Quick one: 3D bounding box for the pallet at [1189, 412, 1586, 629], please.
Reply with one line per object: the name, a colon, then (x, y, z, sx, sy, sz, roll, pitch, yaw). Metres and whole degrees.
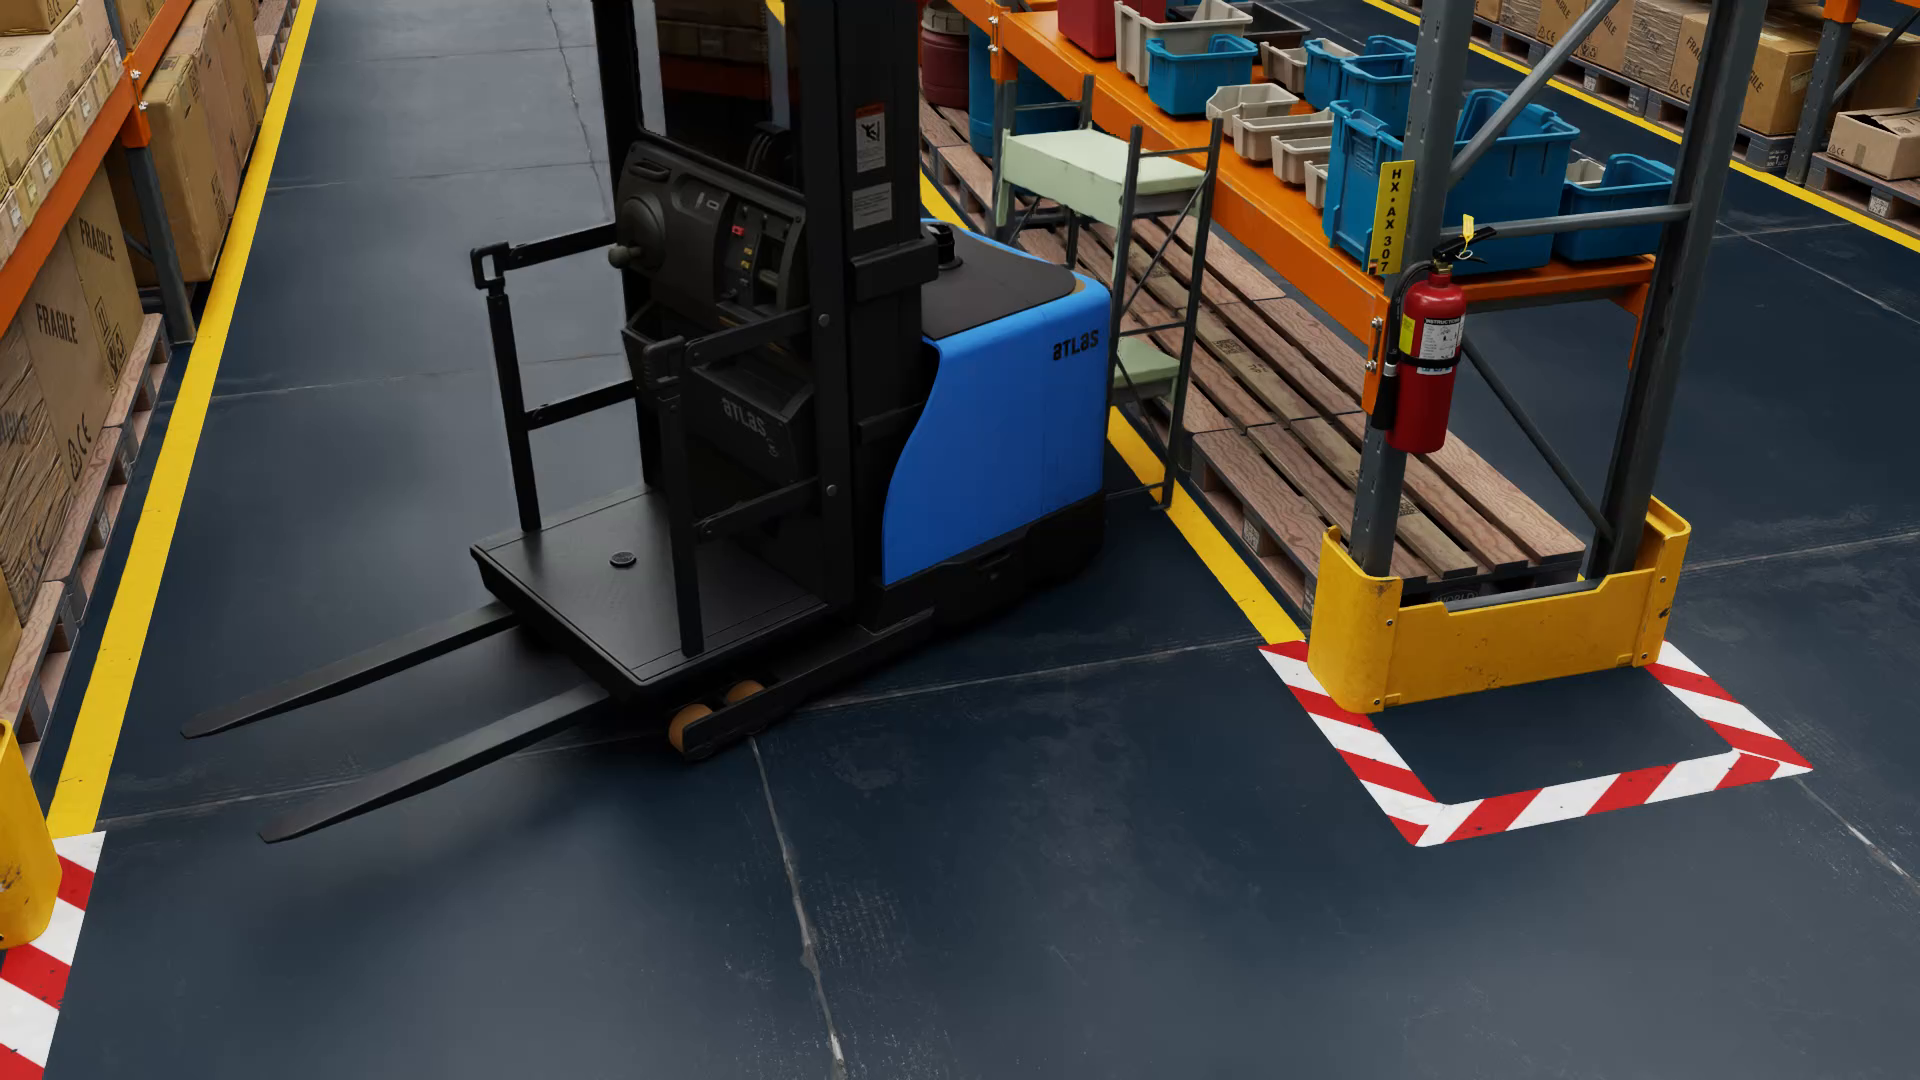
pallet: (1.548, -0.104, 6.218, 1.003, 0.211, 1.213, -8, 31, -13)

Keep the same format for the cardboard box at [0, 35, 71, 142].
cardboard box: (-3.462, -1.570, 5.820, 0.500, 0.250, 0.500, -7, 31, -12)

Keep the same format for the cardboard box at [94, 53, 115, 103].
cardboard box: (-3.642, -1.843, 6.691, 0.380, 0.149, 0.250, -7, 31, -12)

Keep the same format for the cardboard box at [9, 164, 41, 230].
cardboard box: (-3.232, -1.098, 5.403, 0.380, 0.149, 0.250, -9, 31, -15)

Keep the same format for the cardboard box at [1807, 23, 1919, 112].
cardboard box: (5.551, -2.870, 10.271, 0.500, 0.500, 0.500, -9, 31, -16)

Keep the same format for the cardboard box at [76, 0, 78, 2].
cardboard box: (-3.728, -2.382, 6.476, 0.500, 0.500, 0.500, -7, 31, -12)

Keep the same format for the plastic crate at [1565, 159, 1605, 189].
plastic crate: (1.976, -1.148, 5.442, 0.250, 0.136, 0.298, -8, 31, -13)

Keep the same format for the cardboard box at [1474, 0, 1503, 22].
cardboard box: (4.228, -4.278, 12.703, 0.500, 0.500, 0.500, -7, 31, -11)

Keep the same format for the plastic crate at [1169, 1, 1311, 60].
plastic crate: (1.223, -2.241, 7.342, 0.437, 0.125, 0.590, -8, 31, -13)

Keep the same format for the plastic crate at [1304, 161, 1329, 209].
plastic crate: (1.338, -1.189, 5.513, 0.396, 0.136, 0.243, -8, 31, -13)

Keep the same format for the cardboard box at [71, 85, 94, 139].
cardboard box: (-3.506, -1.595, 6.263, 0.380, 0.149, 0.250, -7, 31, -12)

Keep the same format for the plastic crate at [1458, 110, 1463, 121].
plastic crate: (1.796, -1.475, 6.008, 0.250, 0.136, 0.298, -8, 31, -13)

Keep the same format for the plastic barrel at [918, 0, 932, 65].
plastic barrel: (-0.248, -3.779, 11.532, 0.600, 0.830, 0.708, -8, 31, -13)

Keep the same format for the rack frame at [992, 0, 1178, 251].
rack frame: (0.667, -2.839, 8.160, 1.000, 3.000, 0.127, -8, 31, -13)

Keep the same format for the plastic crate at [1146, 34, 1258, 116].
plastic crate: (0.937, -1.818, 6.504, 0.416, 0.233, 0.300, -8, 31, -13)

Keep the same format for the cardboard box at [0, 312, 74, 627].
cardboard box: (-3.535, -0.249, 5.387, 0.875, 0.875, 0.875, -8, 31, -13)

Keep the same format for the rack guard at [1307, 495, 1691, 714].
rack guard: (1.748, 0.185, 5.432, 1.175, 0.500, 0.348, -8, 31, -13)

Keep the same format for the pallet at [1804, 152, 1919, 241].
pallet: (5.625, -1.957, 9.420, 1.003, 0.211, 1.213, -8, 31, -13)

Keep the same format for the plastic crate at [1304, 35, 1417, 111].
plastic crate: (1.552, -1.804, 6.480, 0.416, 0.233, 0.300, -8, 31, -13)

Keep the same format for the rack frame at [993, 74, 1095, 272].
rack frame: (0.289, -1.057, 6.543, 0.400, 1.500, 0.023, -14, 32, -32)

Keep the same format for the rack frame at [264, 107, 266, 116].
rack frame: (-5.170, -4.112, 10.360, 1.000, 3.000, 0.127, -8, 31, -13)

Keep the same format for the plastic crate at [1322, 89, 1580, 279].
plastic crate: (1.460, -1.085, 5.035, 0.616, 0.435, 0.499, -8, 31, -13)

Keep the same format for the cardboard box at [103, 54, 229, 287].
cardboard box: (-4.297, -1.749, 7.979, 1.225, 0.875, 0.875, -8, 31, -13)

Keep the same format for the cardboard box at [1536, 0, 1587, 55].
cardboard box: (4.500, -3.783, 11.848, 0.500, 0.500, 0.500, -8, 31, -14)

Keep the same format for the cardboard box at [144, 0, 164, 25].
cardboard box: (-4.123, -2.722, 7.858, 0.500, 0.500, 0.500, -8, 31, -13)

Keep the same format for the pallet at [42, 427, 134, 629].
pallet: (-3.654, -0.005, 6.049, 1.003, 0.211, 1.213, -8, 31, -13)

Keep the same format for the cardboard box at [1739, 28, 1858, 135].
cardboard box: (5.037, -2.804, 10.157, 0.500, 0.500, 0.500, -8, 31, -14)

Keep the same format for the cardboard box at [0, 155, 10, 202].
cardboard box: (-3.188, -1.073, 4.963, 0.500, 0.250, 0.500, -9, 31, -15)

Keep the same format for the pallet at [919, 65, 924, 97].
pallet: (-0.145, -3.189, 11.548, 1.003, 0.211, 1.213, -8, 31, -13)

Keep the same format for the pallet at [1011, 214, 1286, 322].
pallet: (0.900, -1.282, 8.254, 1.003, 0.211, 1.213, -8, 31, -13)

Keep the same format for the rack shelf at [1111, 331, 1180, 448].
rack shelf: (0.471, -0.618, 6.424, 0.431, 0.370, 0.720, -14, 32, -32)

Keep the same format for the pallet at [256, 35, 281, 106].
pallet: (-5.376, -3.283, 11.711, 1.003, 0.211, 1.213, -8, 31, -13)

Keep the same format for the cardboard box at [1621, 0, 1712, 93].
cardboard box: (4.781, -3.287, 10.990, 0.500, 0.500, 0.500, -7, 31, -13)

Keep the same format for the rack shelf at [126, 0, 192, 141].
rack shelf: (-4.639, -2.835, 8.872, 1.077, 0.370, 4.000, -8, 31, -13)

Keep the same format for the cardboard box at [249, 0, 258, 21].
cardboard box: (-5.683, -4.081, 12.362, 0.700, 0.500, 0.500, -5, 30, -9)

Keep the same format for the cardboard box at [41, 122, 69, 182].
cardboard box: (-3.370, -1.347, 5.834, 0.380, 0.149, 0.250, -8, 31, -14)

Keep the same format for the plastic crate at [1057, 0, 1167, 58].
plastic crate: (0.663, -2.428, 7.327, 0.402, 0.464, 0.583, -8, 31, -13)

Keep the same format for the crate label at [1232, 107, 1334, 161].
crate label: (1.178, -1.462, 5.984, 0.396, 0.136, 0.243, -8, 31, -13)

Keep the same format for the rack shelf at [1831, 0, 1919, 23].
rack shelf: (5.975, -2.218, 7.806, 1.077, 0.370, 4.000, -8, 31, -13)

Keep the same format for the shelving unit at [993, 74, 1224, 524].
shelving unit: (0.493, -0.908, 6.278, 0.431, 1.500, 0.755, -14, 32, -32)

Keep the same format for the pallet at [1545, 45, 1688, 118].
pallet: (4.864, -3.267, 11.684, 1.003, 0.211, 1.213, -8, 31, -13)

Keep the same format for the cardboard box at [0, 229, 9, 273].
cardboard box: (-3.097, -0.851, 4.977, 0.380, 0.149, 0.250, -8, 31, -14)

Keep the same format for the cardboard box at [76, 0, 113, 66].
cardboard box: (-3.738, -2.066, 6.677, 0.500, 0.250, 0.500, -8, 31, -14)

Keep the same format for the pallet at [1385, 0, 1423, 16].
pallet: (4.201, -4.624, 14.027, 1.003, 0.211, 1.213, -8, 31, -13)

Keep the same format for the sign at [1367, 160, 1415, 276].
sign: (1.203, -0.897, 4.642, 0.100, 0.325, 0.005, -8, 31, -13)

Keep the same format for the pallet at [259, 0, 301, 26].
pallet: (-6.023, -4.461, 13.747, 1.003, 0.211, 1.213, -8, 31, -13)

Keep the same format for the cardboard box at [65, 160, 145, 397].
cardboard box: (-4.010, -1.113, 6.881, 0.875, 0.875, 0.875, -8, 31, -13)

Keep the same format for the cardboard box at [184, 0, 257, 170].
cardboard box: (-4.777, -2.607, 9.461, 1.225, 0.875, 0.875, -8, 31, -13)

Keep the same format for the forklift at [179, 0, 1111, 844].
forklift: (-0.918, -0.894, 4.869, 3.031, 2.935, 1.130, -23, 37, -35)

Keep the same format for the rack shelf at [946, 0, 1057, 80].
rack shelf: (0.137, -3.493, 10.009, 1.077, 0.370, 4.000, -8, 31, -13)

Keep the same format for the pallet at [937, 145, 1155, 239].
pallet: (0.503, -2.010, 9.512, 1.003, 0.211, 1.213, -8, 31, -13)

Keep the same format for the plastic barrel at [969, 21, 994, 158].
plastic barrel: (0.351, -2.719, 9.630, 0.600, 0.901, 0.708, -8, 31, -13)
